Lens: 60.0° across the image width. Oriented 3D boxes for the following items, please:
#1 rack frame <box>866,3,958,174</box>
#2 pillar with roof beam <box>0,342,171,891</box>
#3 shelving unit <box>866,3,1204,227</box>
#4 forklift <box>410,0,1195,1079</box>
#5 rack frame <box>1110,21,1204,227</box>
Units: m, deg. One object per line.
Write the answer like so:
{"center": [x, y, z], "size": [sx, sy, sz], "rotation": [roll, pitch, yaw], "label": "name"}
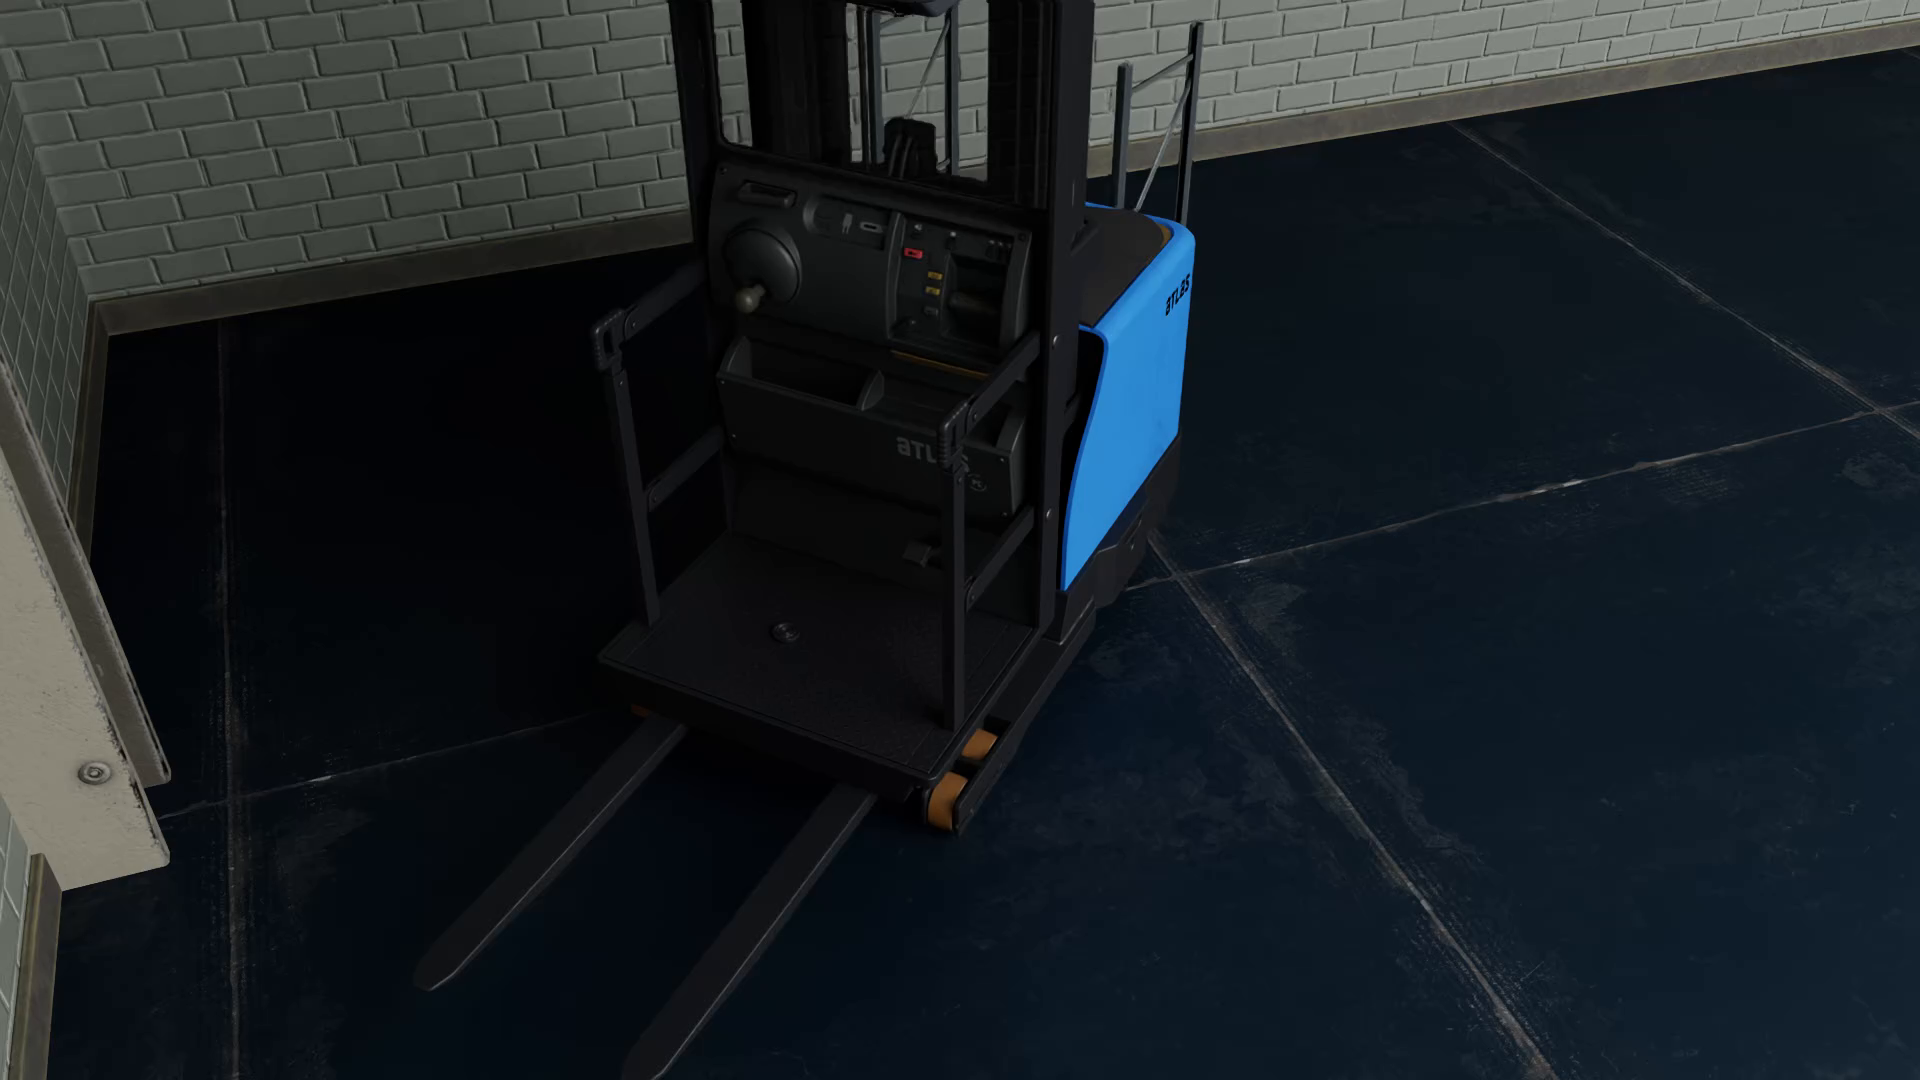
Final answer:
{"center": [-0.165, -1.370, 6.323], "size": [0.032, 1.500, 0.500], "rotation": [24, 43, 28], "label": "rack frame"}
{"center": [1.657, -3.674, 3.148], "size": [9.100, 9.000, 0.400], "rotation": [-12, 39, -16], "label": "pillar with roof beam"}
{"center": [0.246, -1.190, 6.083], "size": [1.048, 1.500, 0.538], "rotation": [24, 43, 28], "label": "shelving unit"}
{"center": [-0.342, -0.660, 4.190], "size": [1.130, 2.935, 3.031], "rotation": [17, 40, 21], "label": "forklift"}
{"center": [0.656, -1.010, 5.844], "size": [0.032, 1.500, 0.500], "rotation": [24, 43, 28], "label": "rack frame"}
